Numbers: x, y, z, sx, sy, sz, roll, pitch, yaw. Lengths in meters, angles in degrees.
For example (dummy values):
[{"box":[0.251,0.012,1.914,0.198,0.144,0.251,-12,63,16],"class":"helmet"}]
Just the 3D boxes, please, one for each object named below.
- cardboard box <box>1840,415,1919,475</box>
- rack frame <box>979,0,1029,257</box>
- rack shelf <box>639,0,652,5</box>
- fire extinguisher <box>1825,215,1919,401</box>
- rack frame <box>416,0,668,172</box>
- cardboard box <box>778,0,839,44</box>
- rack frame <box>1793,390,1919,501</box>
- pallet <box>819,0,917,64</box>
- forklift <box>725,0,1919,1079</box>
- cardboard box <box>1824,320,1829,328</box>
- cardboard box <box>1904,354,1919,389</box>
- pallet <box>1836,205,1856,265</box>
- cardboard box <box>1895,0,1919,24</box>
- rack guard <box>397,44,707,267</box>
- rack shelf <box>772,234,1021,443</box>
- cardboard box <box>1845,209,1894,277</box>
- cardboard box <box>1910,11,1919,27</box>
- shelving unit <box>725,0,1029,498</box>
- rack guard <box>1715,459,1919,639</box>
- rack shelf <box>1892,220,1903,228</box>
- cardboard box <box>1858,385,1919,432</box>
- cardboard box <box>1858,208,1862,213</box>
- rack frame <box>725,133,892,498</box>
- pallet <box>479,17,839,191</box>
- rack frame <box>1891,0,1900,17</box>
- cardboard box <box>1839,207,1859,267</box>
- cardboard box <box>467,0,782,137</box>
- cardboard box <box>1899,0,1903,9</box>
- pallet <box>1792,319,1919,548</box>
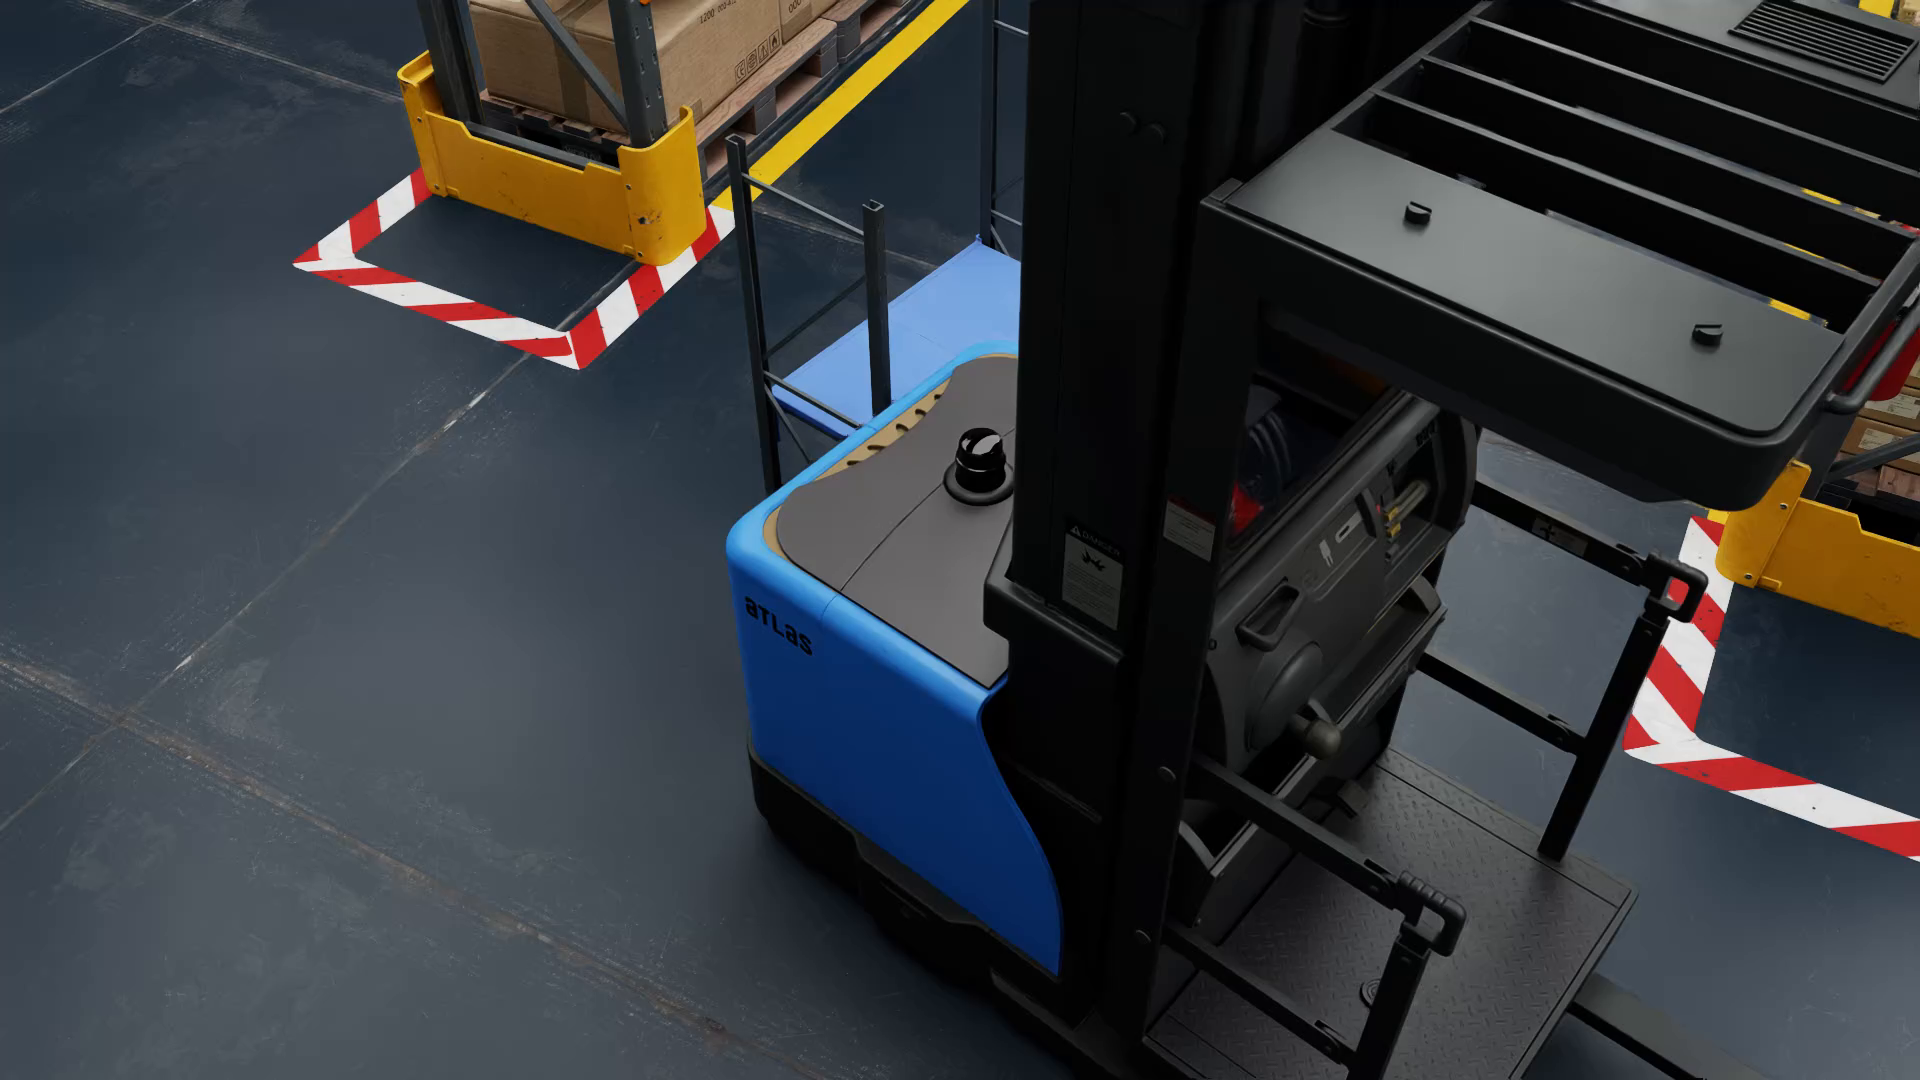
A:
[{"box":[2.947,-0.361,5.207,0.380,0.149,0.250,21,49,20],"class":"cardboard box"},{"box":[0.264,-0.924,5.109,0.500,1.500,0.032,30,53,26],"class":"rack frame"},{"box":[-0.615,-3.392,7.000,1.077,0.370,4.000,20,49,19],"class":"rack shelf"},{"box":[2.362,-0.650,4.100,0.296,0.674,0.183,20,49,19],"class":"fire extinguisher"},{"box":[-1.544,-2.385,5.499,1.000,3.000,0.127,20,49,19],"class":"rack frame"},{"box":[-0.909,-2.660,7.277,0.875,0.438,0.875,22,49,20],"class":"cardboard box"},{"box":[2.887,-0.815,3.946,1.000,3.000,0.127,20,49,19],"class":"rack frame"},{"box":[-0.675,-2.700,7.770,1.003,0.211,1.213,20,49,19],"class":"pallet"},{"box":[0.900,0.122,3.069,3.031,2.935,1.130,31,53,27],"class":"forklift"},{"box":[2.977,-0.556,5.400,0.380,0.149,0.250,22,49,20],"class":"cardboard box"},{"box":[2.909,-0.586,5.012,0.380,0.149,0.250,21,49,19],"class":"cardboard box"},{"box":[3.899,-1.148,6.236,1.003,0.211,1.213,20,49,19],"class":"pallet"},{"box":[4.167,-2.189,7.014,0.380,0.149,0.250,22,49,20],"class":"cardboard box"},{"box":[-1.555,-1.492,6.373,1.175,0.500,0.348,20,49,19],"class":"rack guard"},{"box":[-0.059,-0.518,4.961,0.538,0.185,1.000,30,53,26],"class":"rack shelf"},{"box":[3.084,-0.931,5.352,0.380,0.149,0.250,19,48,18],"class":"cardboard box"},{"box":[4.098,-2.015,6.842,0.380,0.149,0.250,20,49,19],"class":"cardboard box"},{"box":[-0.059,-0.645,4.833,0.538,1.500,1.048,30,53,26],"class":"shelving unit"},{"box":[2.923,0.016,4.883,1.175,0.500,0.348,20,49,19],"class":"rack guard"},{"box":[3.816,-1.822,5.447,1.077,0.370,4.000,20,49,19],"class":"rack shelf"},{"box":[2.880,-0.491,5.127,0.380,0.149,0.250,19,48,18],"class":"cardboard box"},{"box":[3.348,-1.150,5.778,0.380,0.149,0.250,21,49,20],"class":"cardboard box"},{"box":[-0.381,-0.365,4.556,0.500,1.500,0.032,30,53,26],"class":"rack frame"},{"box":[-1.242,-1.935,7.014,1.003,0.211,1.213,20,49,19],"class":"pallet"},{"box":[4.744,-3.335,6.437,1.000,3.000,0.127,20,49,19],"class":"rack frame"},{"box":[3.342,-1.035,5.873,0.380,0.149,0.250,18,48,17],"class":"cardboard box"},{"box":[-1.326,-2.081,6.704,0.875,0.438,0.875,19,48,18],"class":"cardboard box"},{"box":[4.291,-2.357,7.179,0.380,0.149,0.250,18,48,17],"class":"cardboard box"},{"box":[3.331,-0.382,5.480,1.003,0.211,1.213,20,49,19],"class":"pallet"}]
